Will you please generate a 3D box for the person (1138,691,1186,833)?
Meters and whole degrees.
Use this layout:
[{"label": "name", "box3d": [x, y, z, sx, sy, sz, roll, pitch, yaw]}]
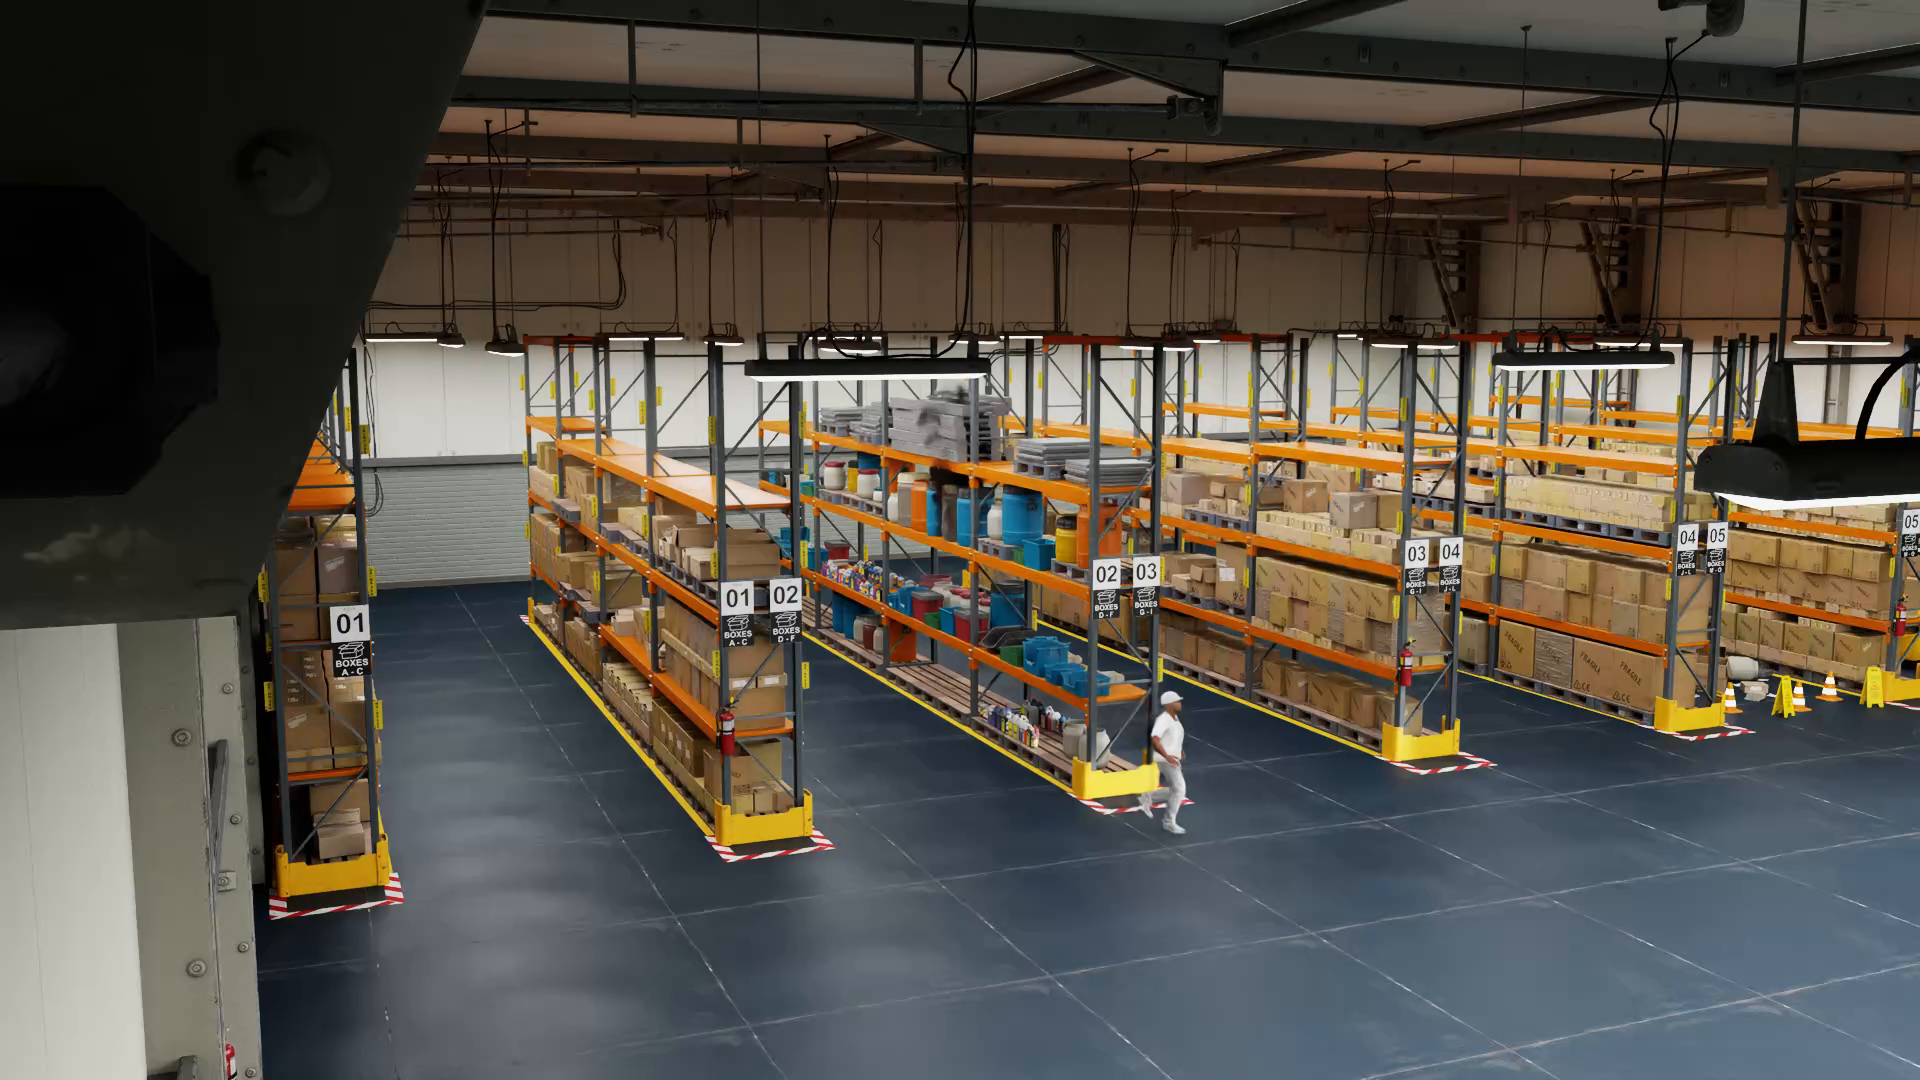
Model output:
[{"label": "person", "box3d": [2.561, 2.745, 20.777, 0.654, 1.722, 0.740, 3, 8, 21]}]
